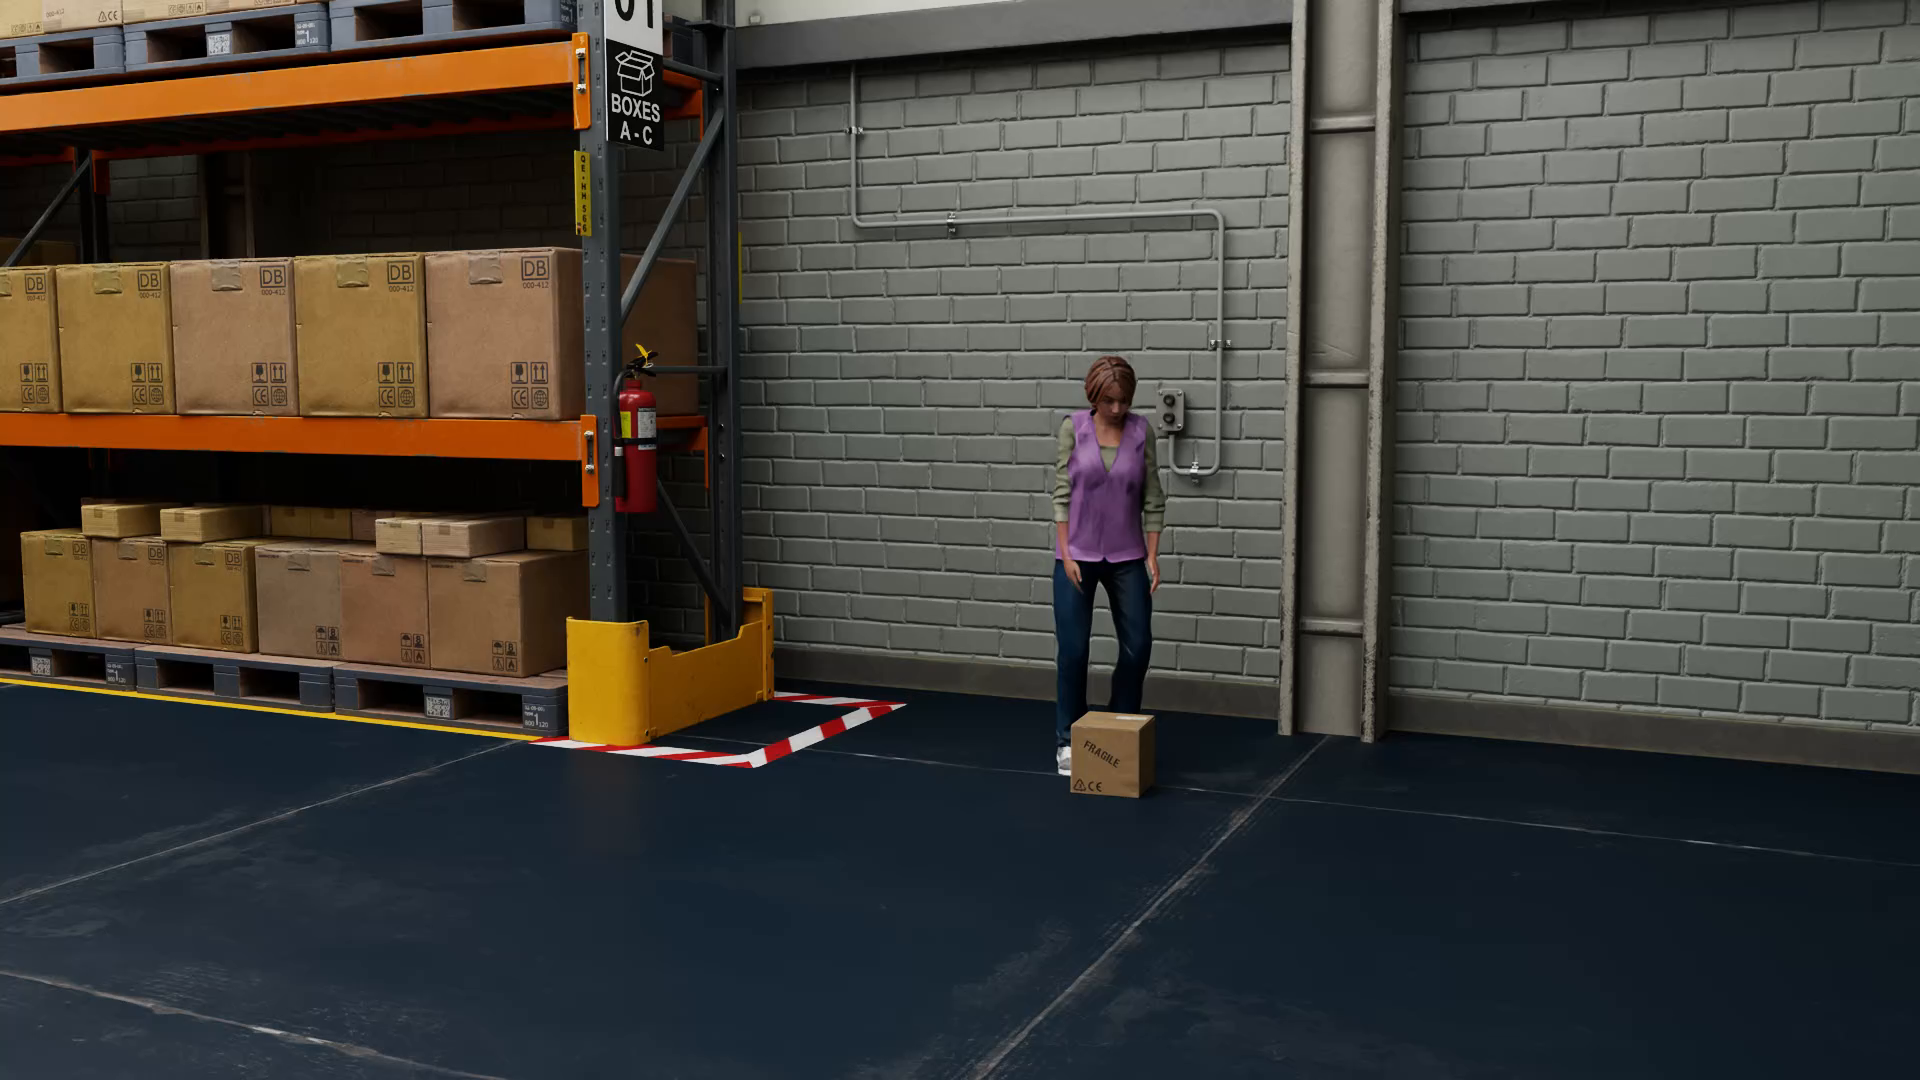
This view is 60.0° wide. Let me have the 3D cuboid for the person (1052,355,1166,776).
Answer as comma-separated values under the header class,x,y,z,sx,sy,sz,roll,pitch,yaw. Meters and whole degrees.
class,x,y,z,sx,sy,sz,roll,pitch,yaw
person,0.555,0.097,6.234,0.423,1.568,0.367,0,6,-3
